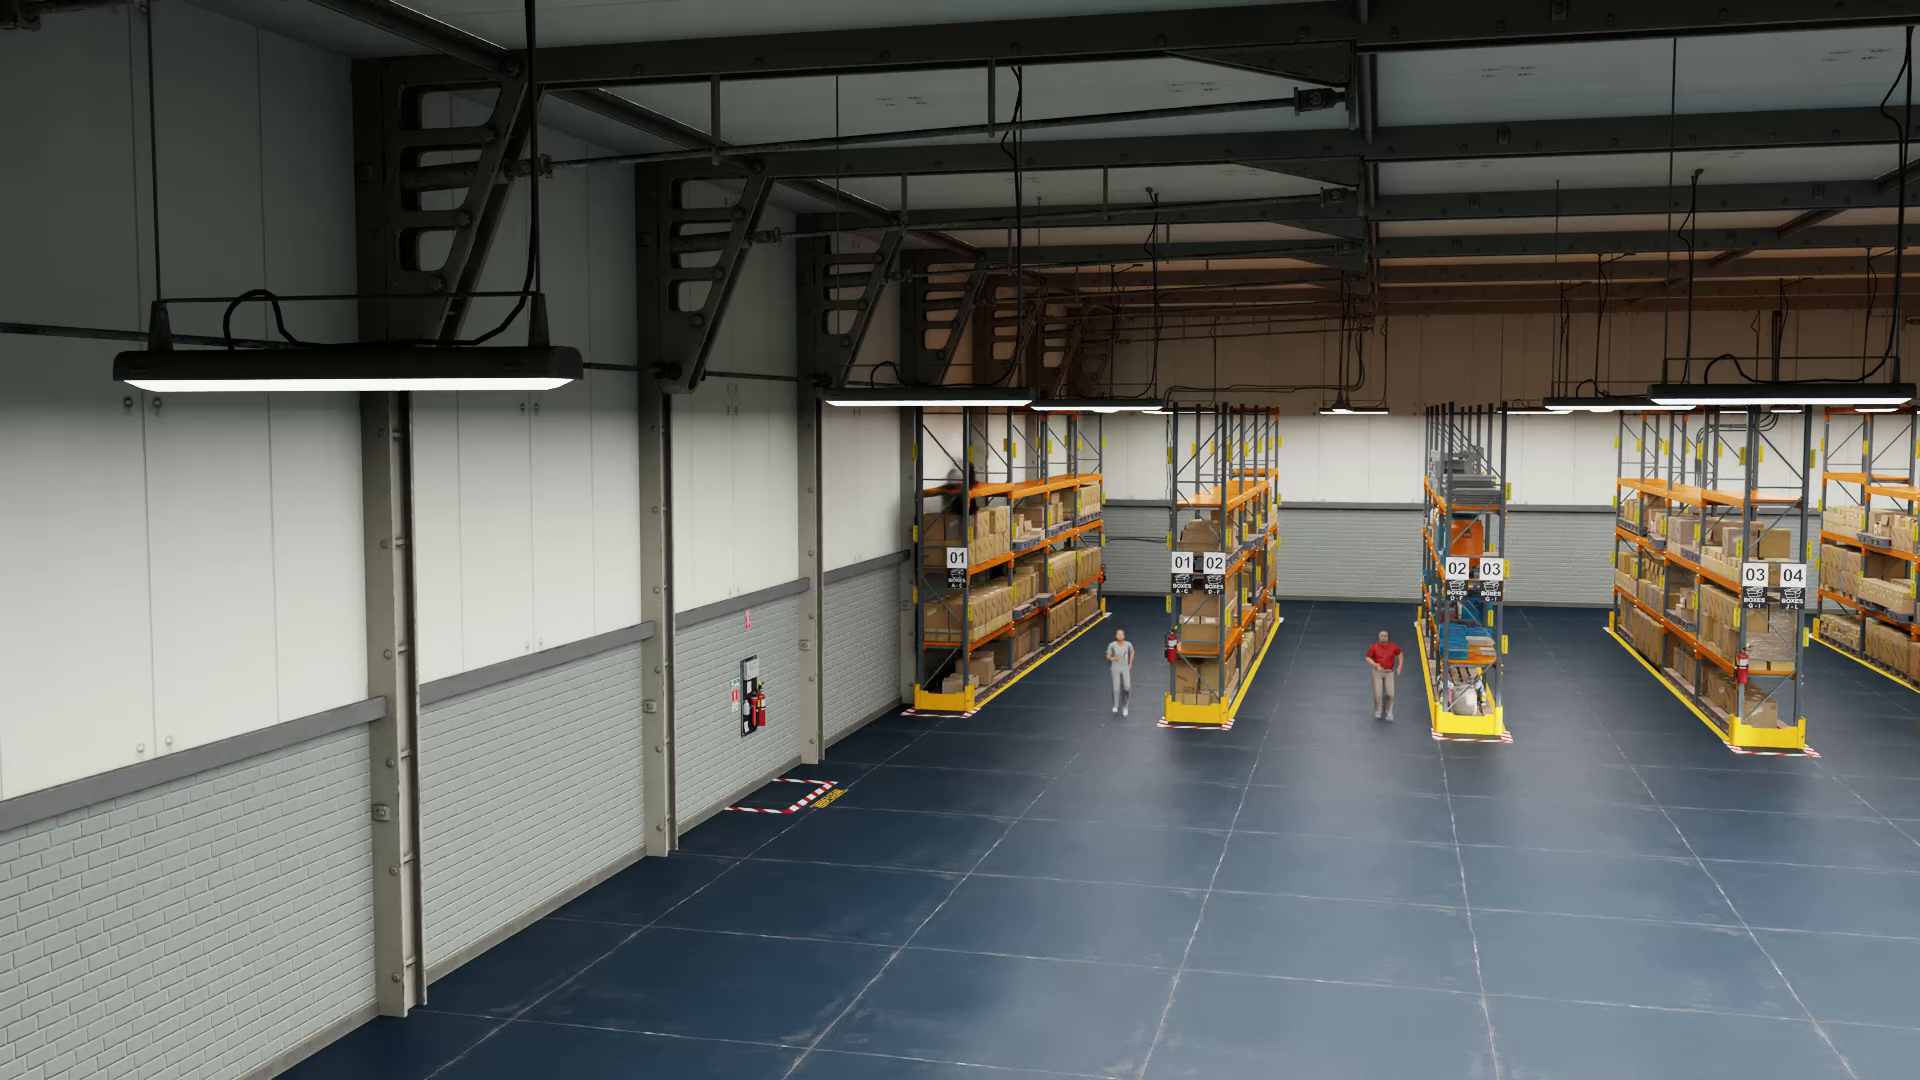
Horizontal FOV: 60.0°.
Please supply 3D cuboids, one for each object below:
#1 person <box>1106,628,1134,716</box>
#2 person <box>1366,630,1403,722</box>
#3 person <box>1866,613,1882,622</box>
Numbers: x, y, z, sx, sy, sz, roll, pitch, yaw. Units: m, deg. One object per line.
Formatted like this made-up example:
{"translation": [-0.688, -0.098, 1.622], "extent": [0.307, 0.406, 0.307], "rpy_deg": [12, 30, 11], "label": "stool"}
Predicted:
{"translation": [3.083, 2.542, 31.913], "extent": [0.565, 1.702, 0.648], "rpy_deg": [0, 4, -2], "label": "person"}
{"translation": [7.980, 2.576, 31.266], "extent": [0.693, 1.760, 0.702], "rpy_deg": [1, 4, 9], "label": "person"}
{"translation": [23.984, 1.693, 43.970], "extent": [0.633, 1.598, 0.807], "rpy_deg": [-2, 5, -29], "label": "person"}
